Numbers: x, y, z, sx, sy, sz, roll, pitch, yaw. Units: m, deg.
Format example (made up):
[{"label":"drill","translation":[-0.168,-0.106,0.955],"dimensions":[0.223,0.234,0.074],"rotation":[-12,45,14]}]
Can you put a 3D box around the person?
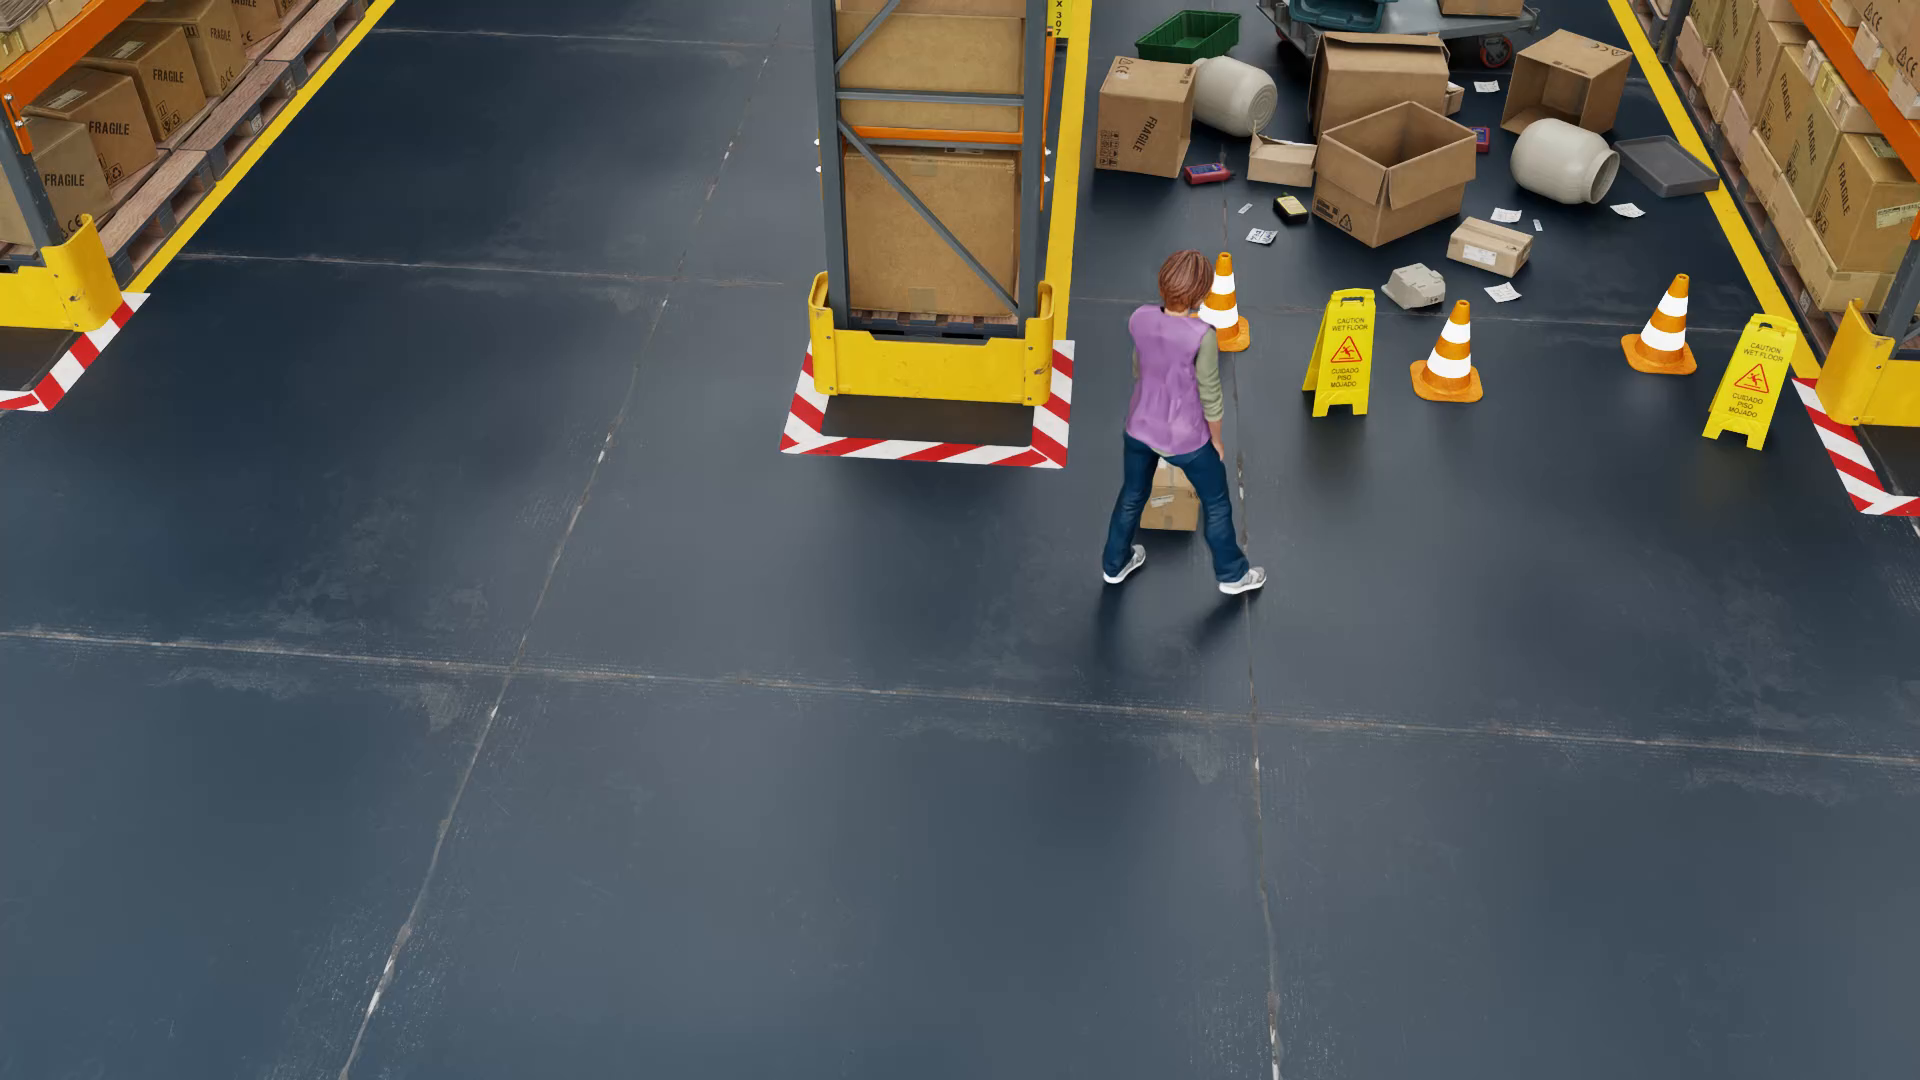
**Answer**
[{"label":"person","translation":[0.953,-0.419,6.648],"dimensions":[0.609,1.571,0.466],"rotation":[25,46,26]}]
